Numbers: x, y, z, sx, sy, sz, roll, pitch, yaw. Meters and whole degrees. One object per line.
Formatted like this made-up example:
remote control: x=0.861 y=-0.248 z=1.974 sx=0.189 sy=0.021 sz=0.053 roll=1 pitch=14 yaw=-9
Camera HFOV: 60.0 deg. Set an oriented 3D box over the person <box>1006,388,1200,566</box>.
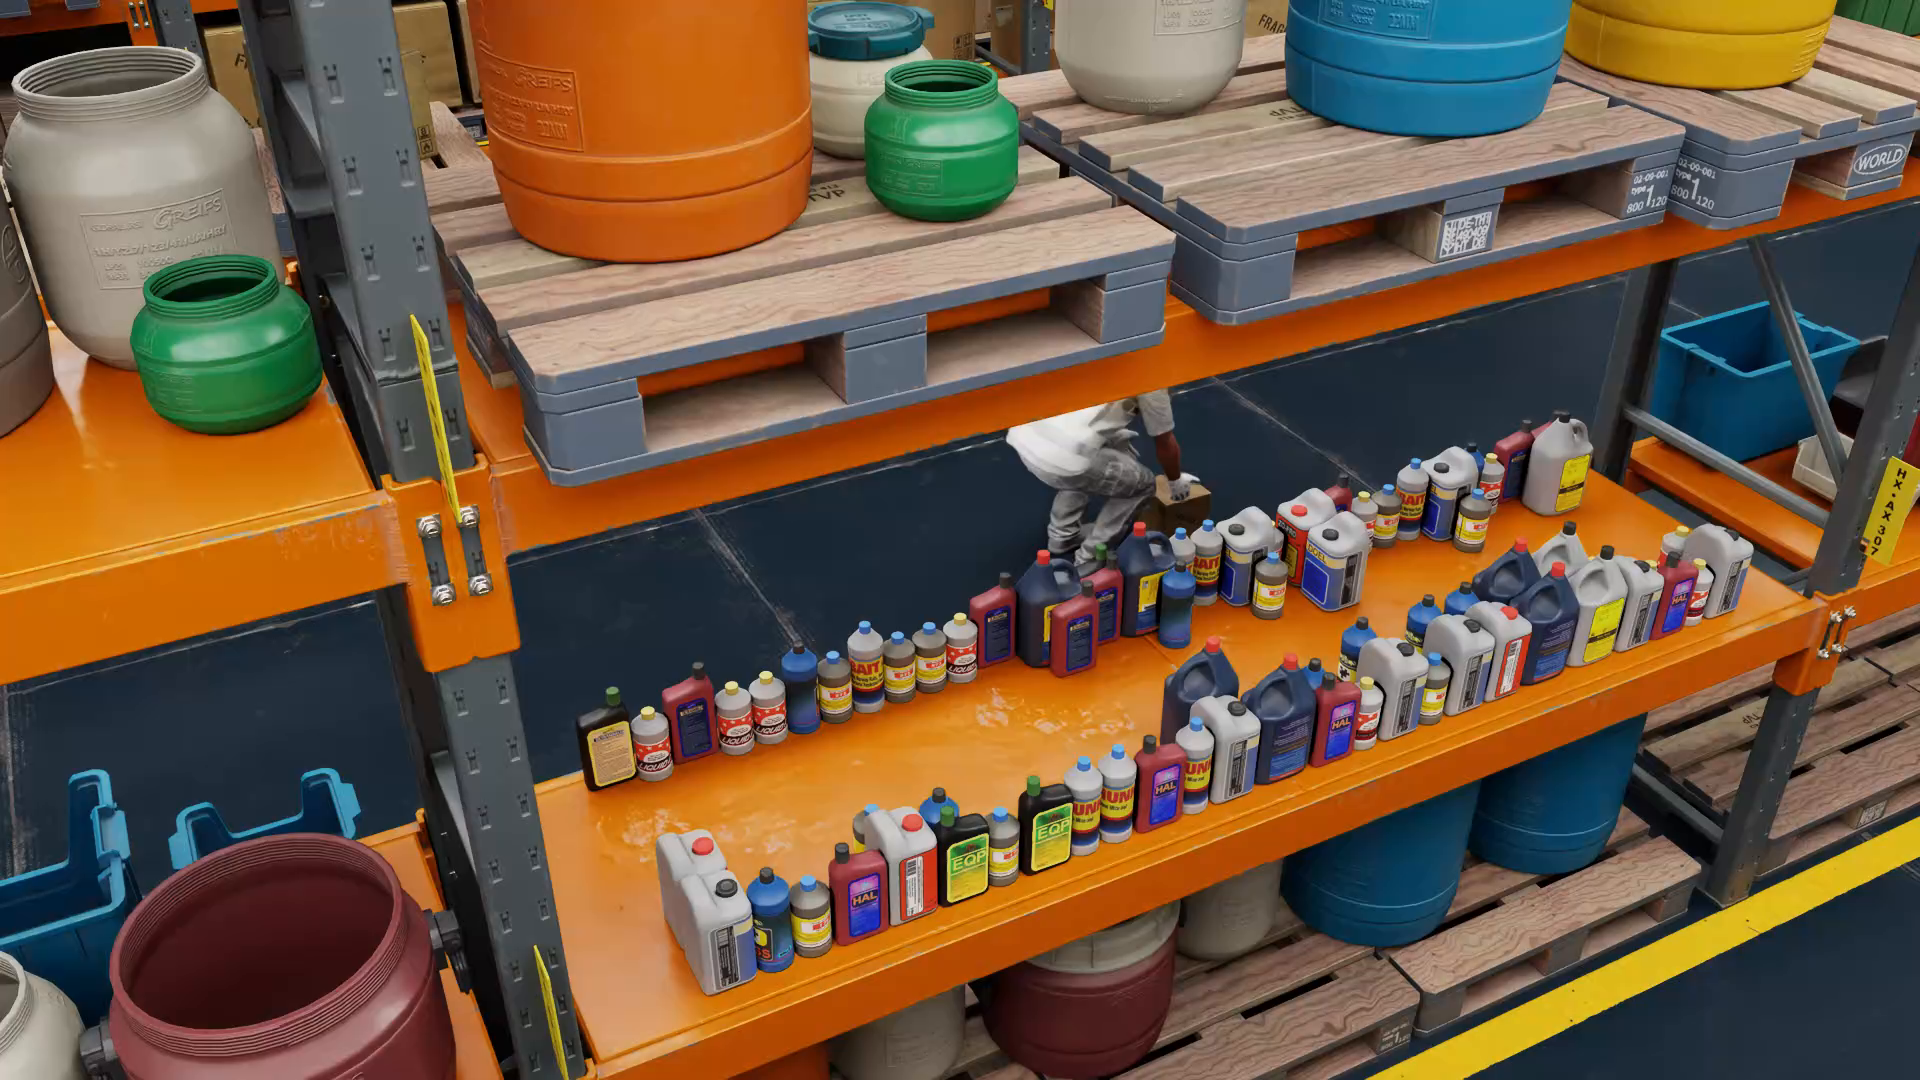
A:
person: x=0.610 y=-0.449 z=7.389 sx=0.859 sy=1.168 sz=0.596 roll=-16 pitch=36 yaw=-23
